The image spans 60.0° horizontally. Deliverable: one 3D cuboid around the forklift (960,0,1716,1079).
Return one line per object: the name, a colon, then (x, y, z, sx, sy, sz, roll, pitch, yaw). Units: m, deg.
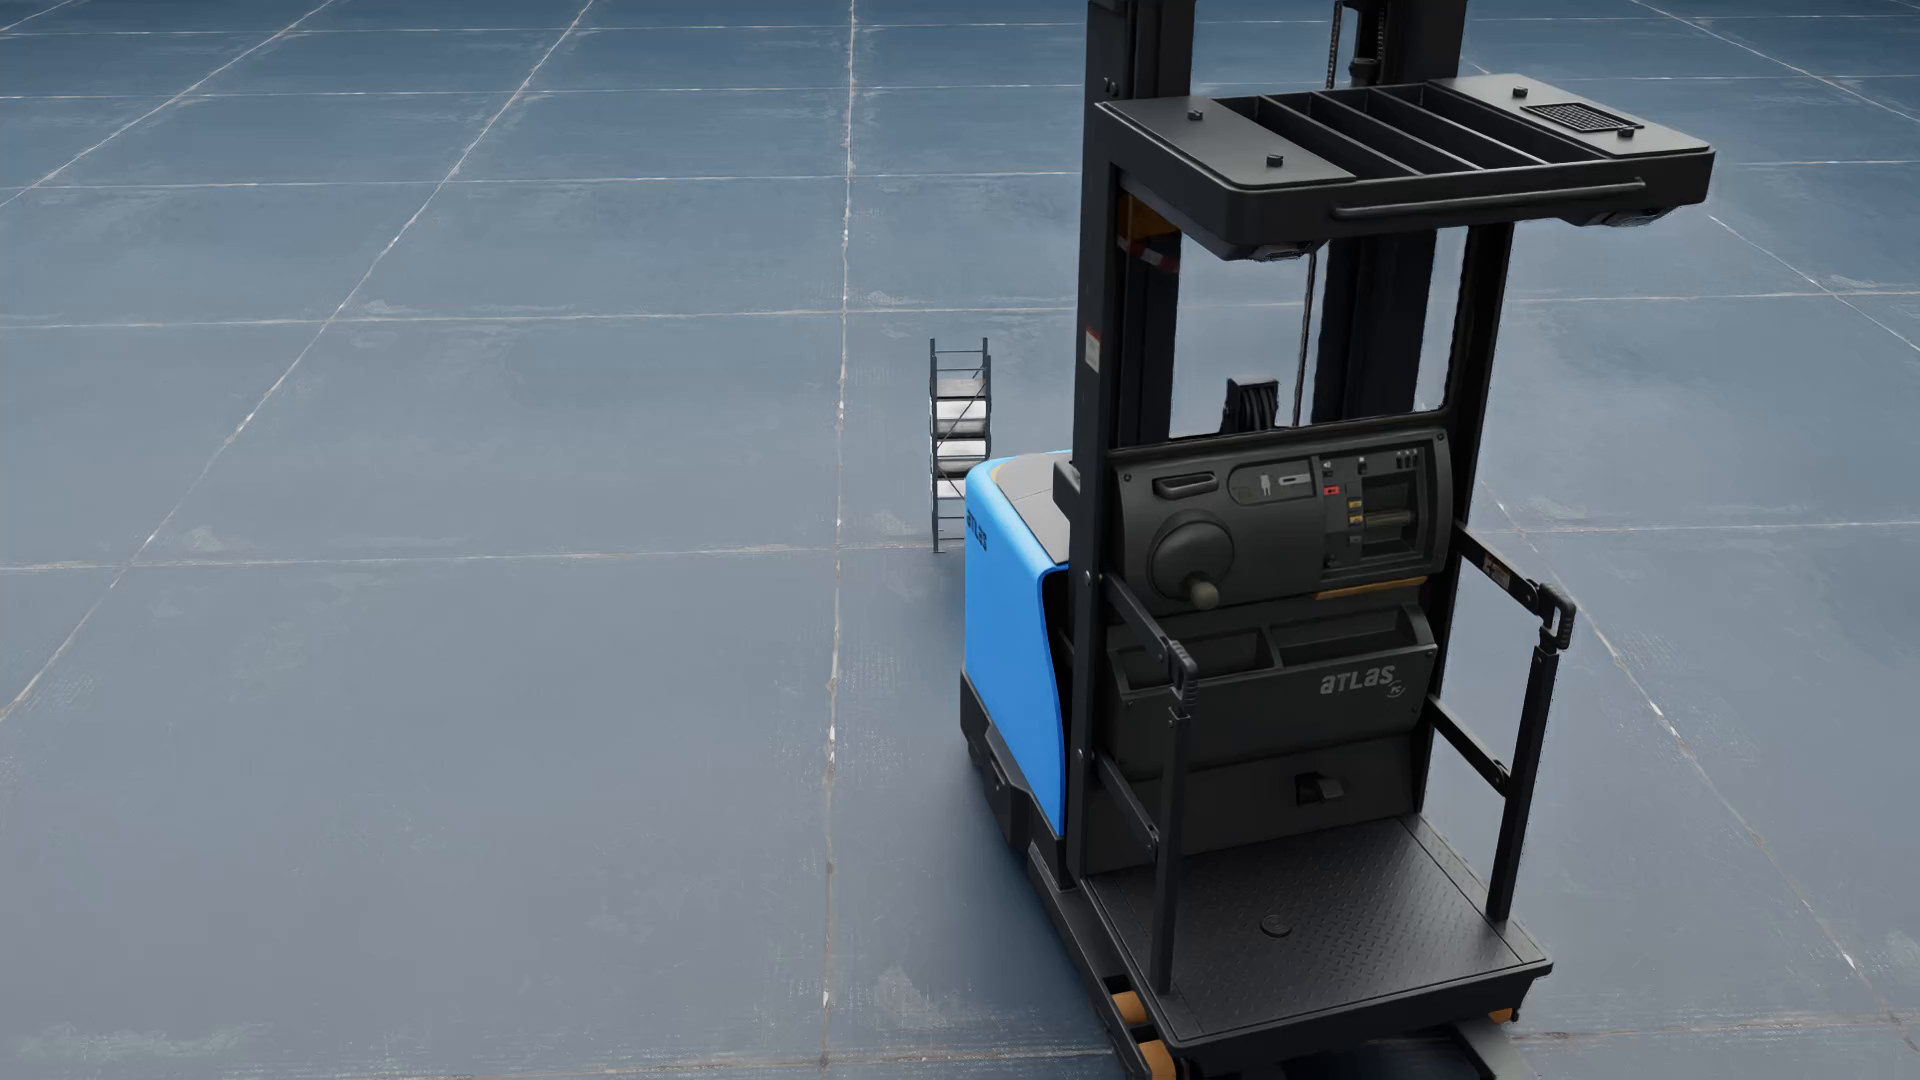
forklift: (0.909, -0.015, 4.110, 1.130, 2.935, 3.031, -8, 29, -15)

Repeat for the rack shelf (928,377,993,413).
rack shelf: (0.000, -0.605, 6.925, 0.258, 0.077, 0.200, -1, 28, -3)

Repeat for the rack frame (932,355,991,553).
rack frame: (0.006, -0.348, 6.945, 0.240, 0.900, 0.006, -1, 28, -3)

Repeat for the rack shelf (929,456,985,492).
rack shelf: (0.000, -0.286, 7.092, 0.258, 0.077, 0.200, -1, 28, -3)

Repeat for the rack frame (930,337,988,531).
rack frame: (-0.005, -0.442, 7.125, 0.240, 0.900, 0.006, -1, 28, -3)

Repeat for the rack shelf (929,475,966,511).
rack shelf: (0.000, -0.206, 7.133, 0.258, 0.077, 0.200, -1, 28, -3)

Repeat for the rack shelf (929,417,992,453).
rack shelf: (0.000, -0.445, 7.009, 0.258, 0.077, 0.200, -1, 28, -3)

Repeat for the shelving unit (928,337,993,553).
shelving unit: (0.000, -0.395, 7.035, 0.258, 0.900, 0.210, -1, 28, -3)

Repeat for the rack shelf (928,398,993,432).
rack shelf: (0.000, -0.525, 6.967, 0.258, 0.077, 0.200, -1, 28, -3)

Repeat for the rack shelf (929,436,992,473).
rack shelf: (0.000, -0.366, 7.050, 0.258, 0.077, 0.200, -1, 28, -3)
